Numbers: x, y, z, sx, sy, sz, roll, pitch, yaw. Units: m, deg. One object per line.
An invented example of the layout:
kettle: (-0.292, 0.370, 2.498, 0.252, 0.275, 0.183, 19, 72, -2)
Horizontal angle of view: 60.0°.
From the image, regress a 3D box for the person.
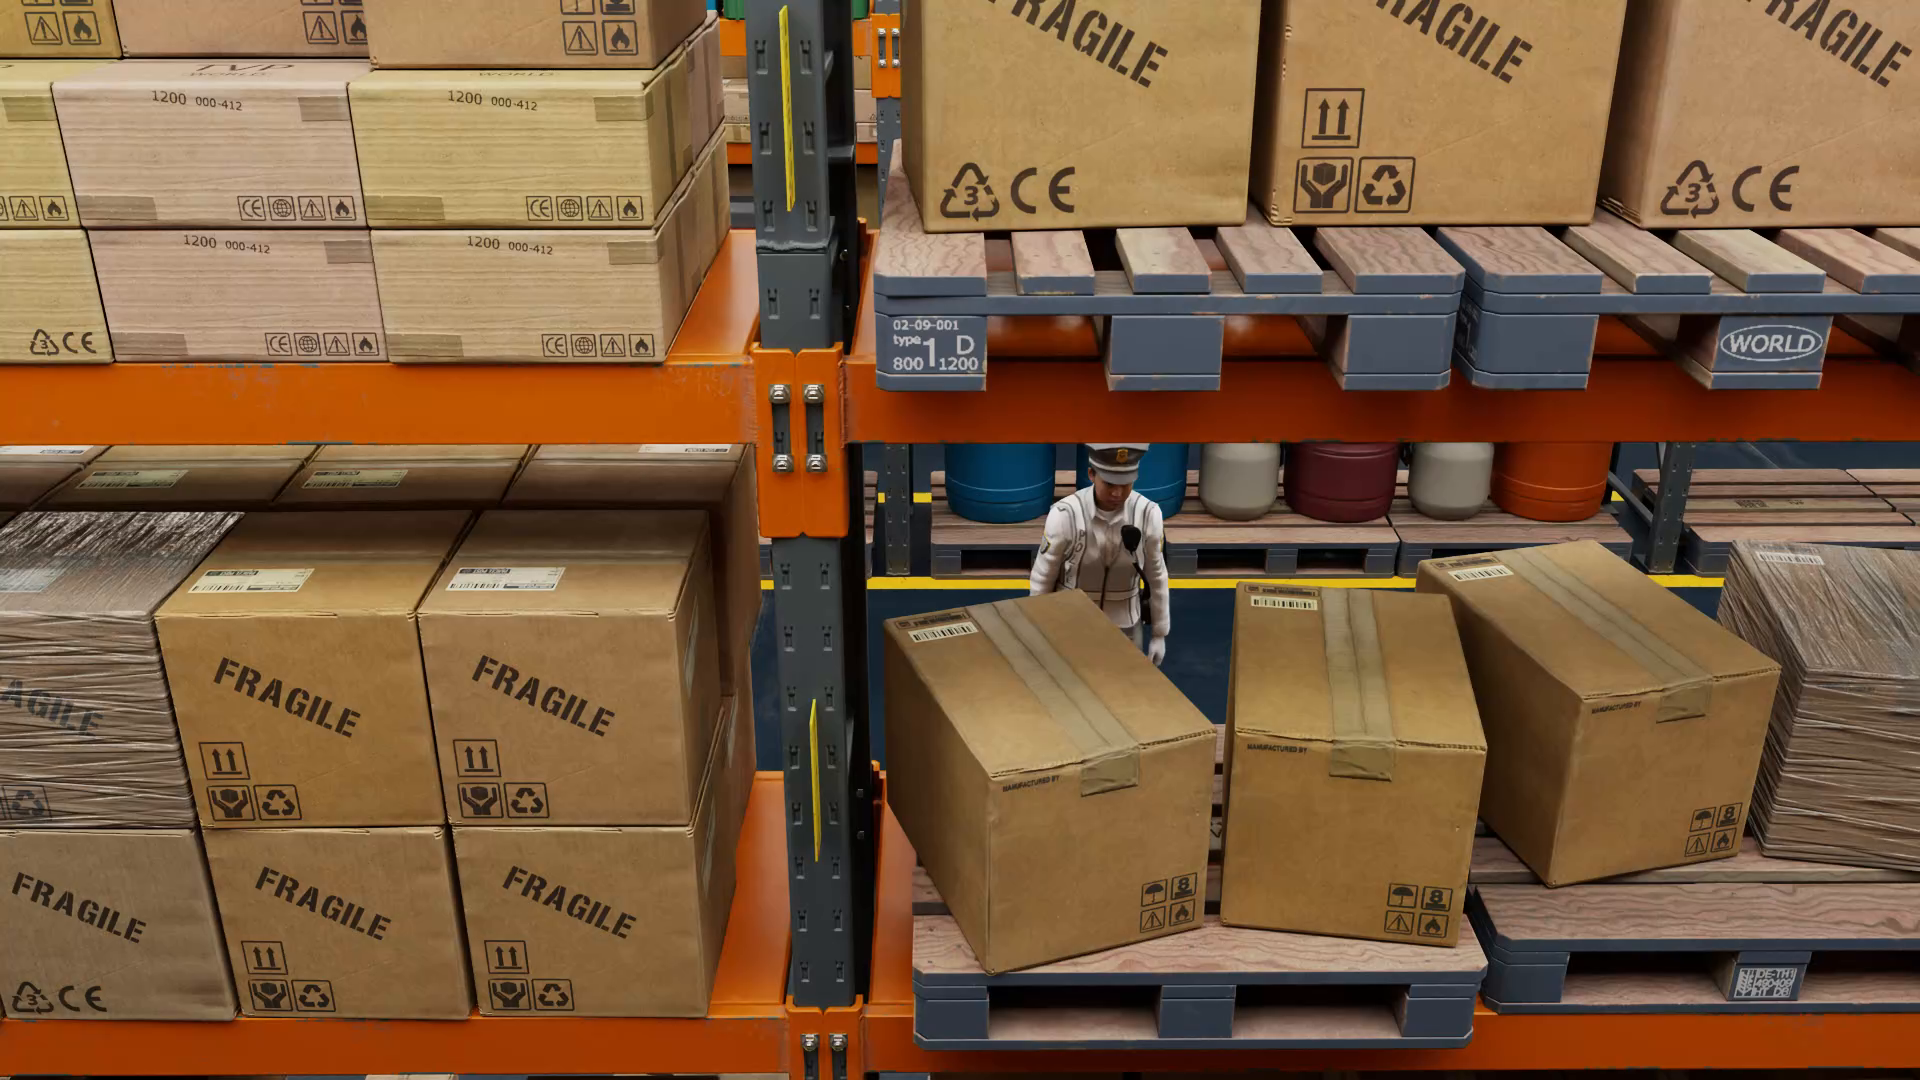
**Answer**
person: (0.524, 0.374, 6.267, 0.546, 1.665, 0.413, -2, 24, -4)
